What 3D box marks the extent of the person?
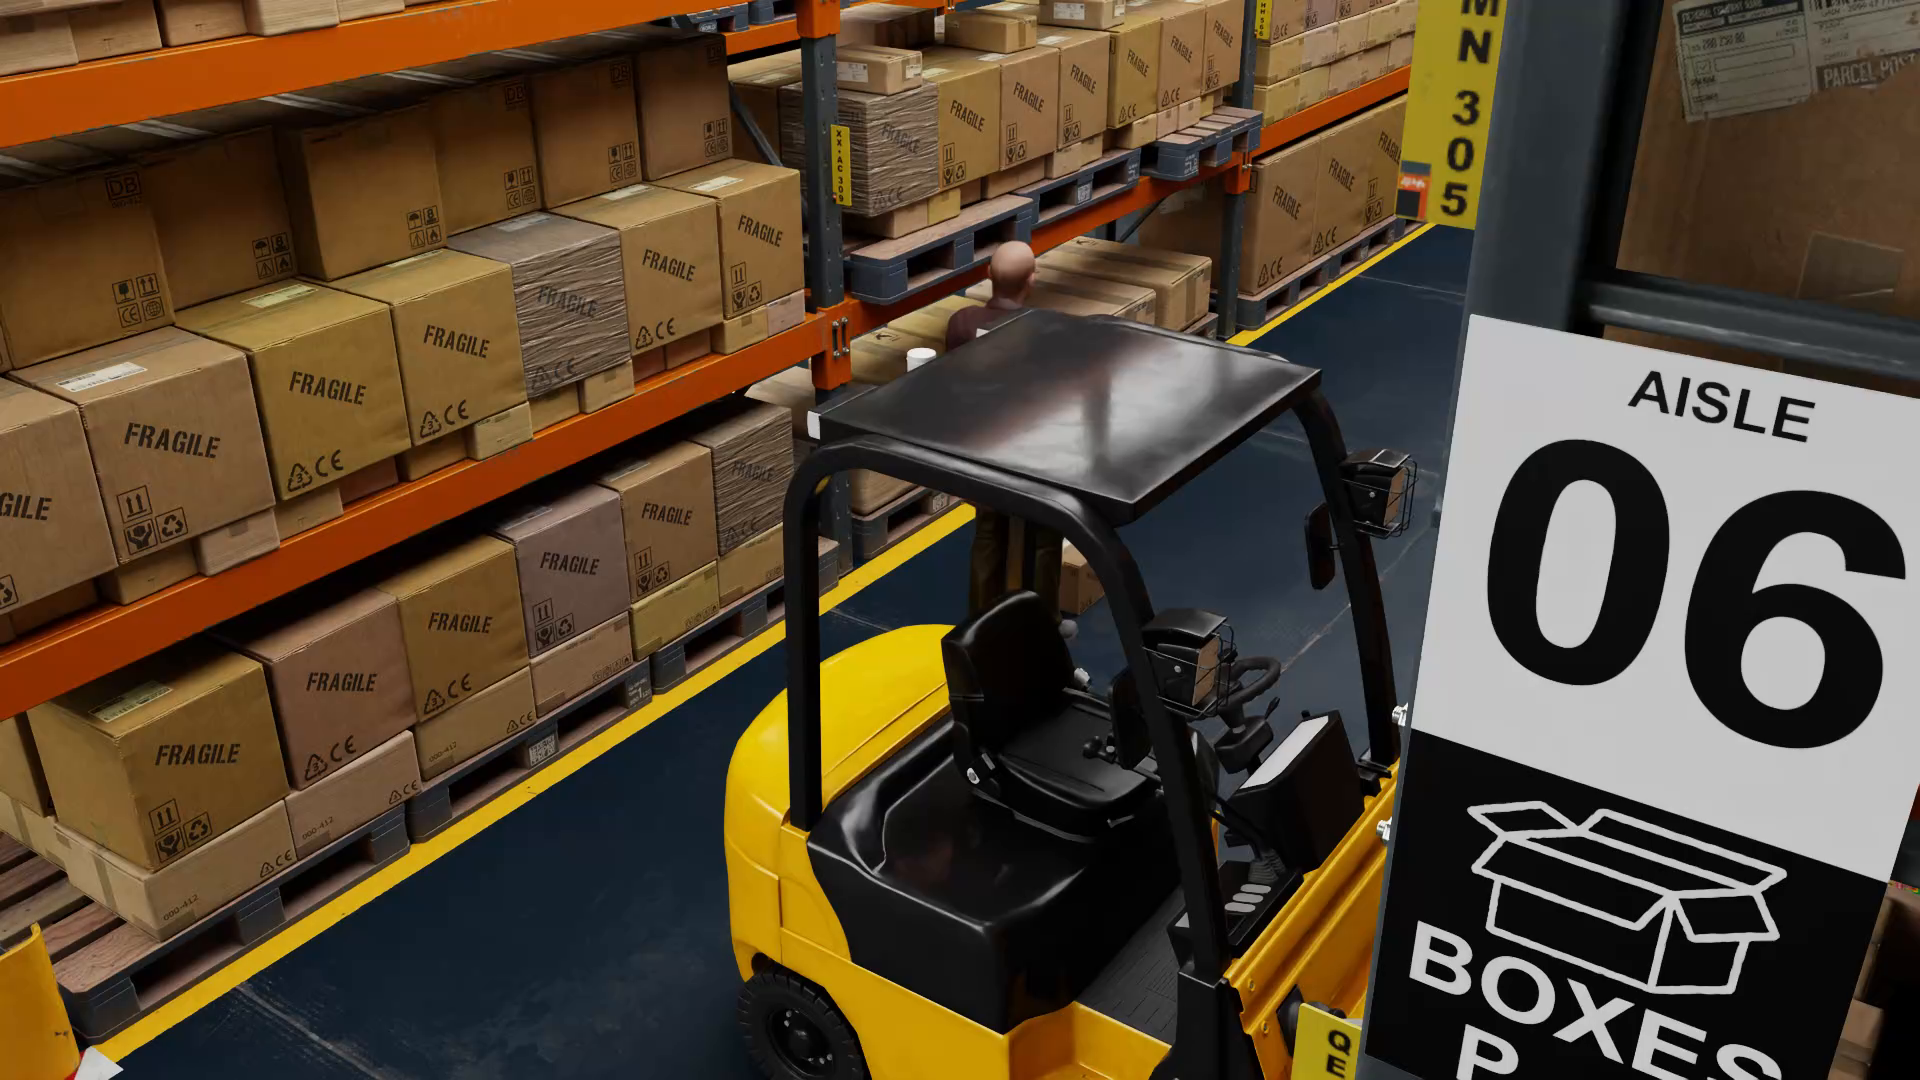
[{"bbox_3d":[0.255,-0.365,6.844,0.602,1.808,0.453,15,30,27],"label":"person"}]
